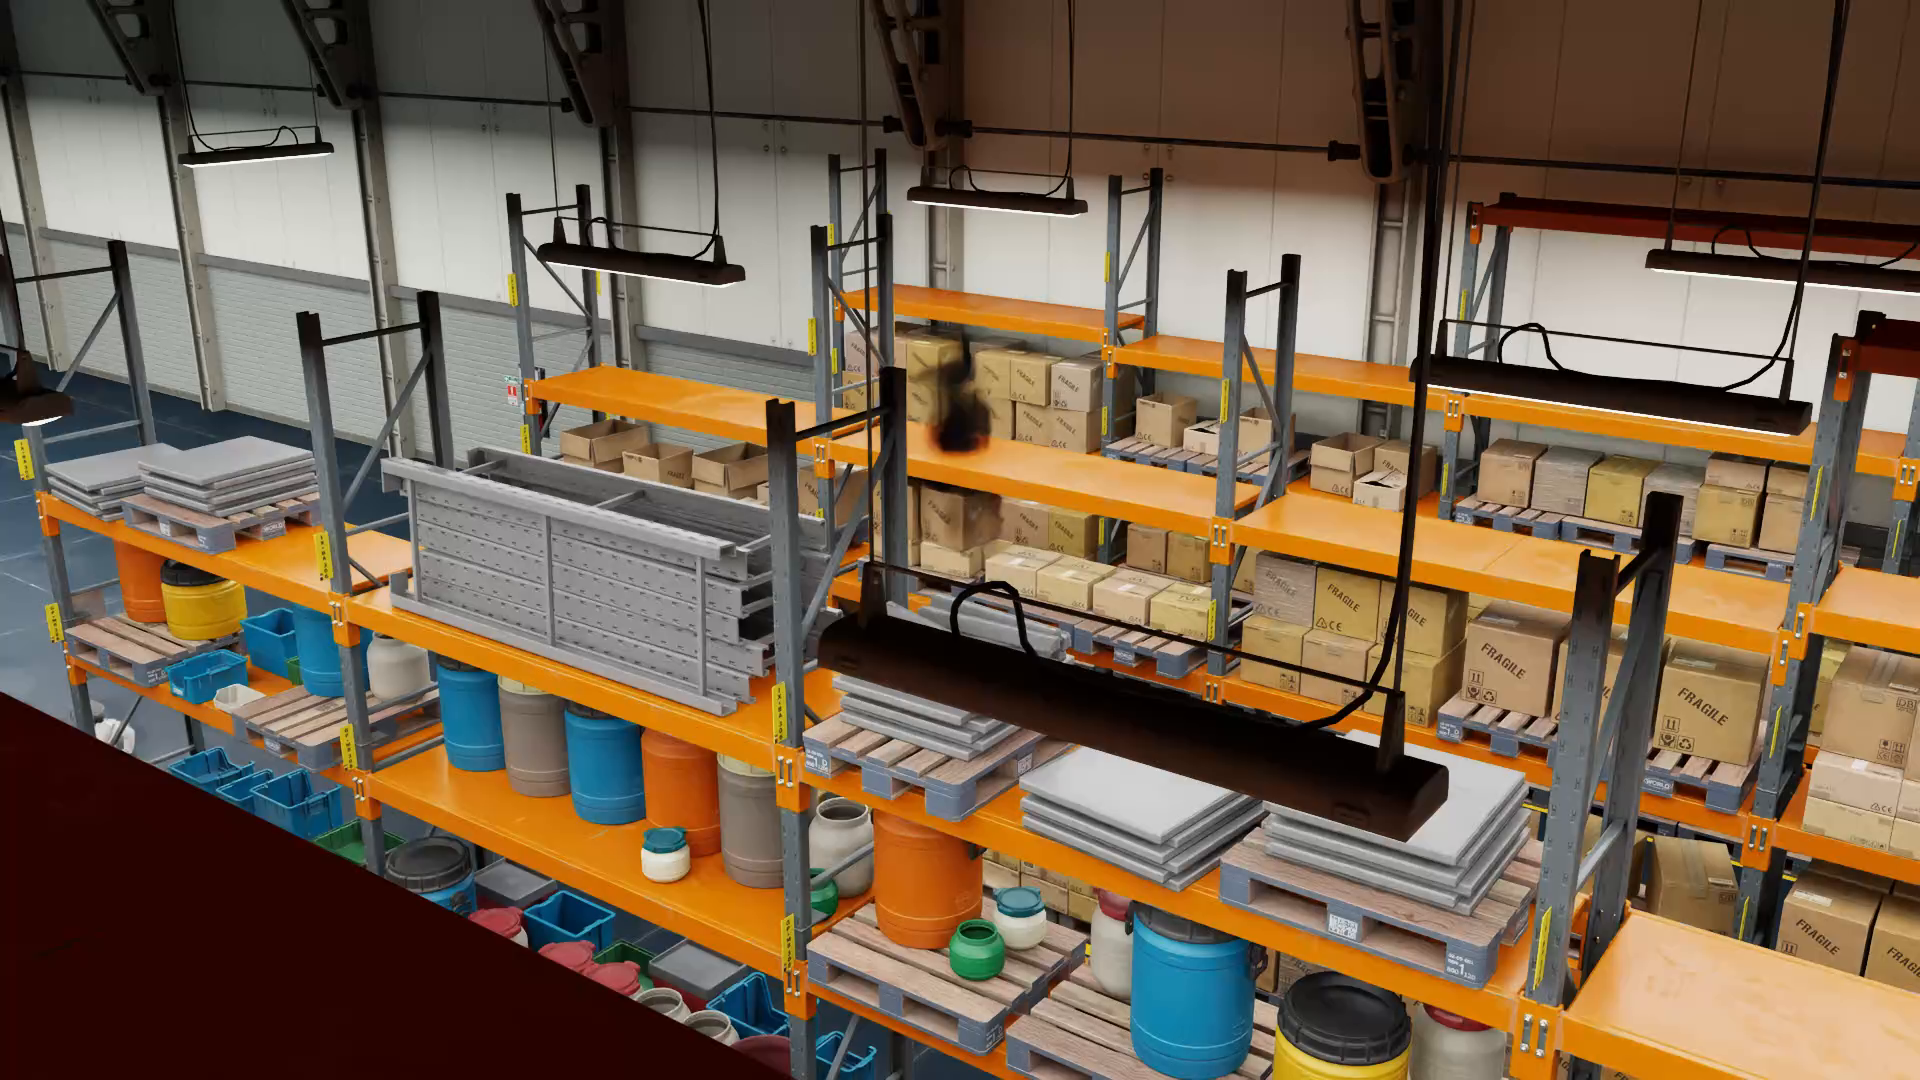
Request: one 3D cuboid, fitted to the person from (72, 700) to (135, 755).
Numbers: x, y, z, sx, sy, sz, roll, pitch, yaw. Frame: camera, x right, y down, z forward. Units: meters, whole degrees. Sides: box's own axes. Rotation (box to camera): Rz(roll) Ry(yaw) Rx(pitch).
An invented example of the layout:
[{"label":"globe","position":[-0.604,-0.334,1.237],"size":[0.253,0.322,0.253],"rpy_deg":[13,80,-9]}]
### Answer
[{"label":"person","position":[-8.130,2.225,15.879],"size":[0.696,1.626,0.742],"rpy_deg":[-2,19,-7]}]
